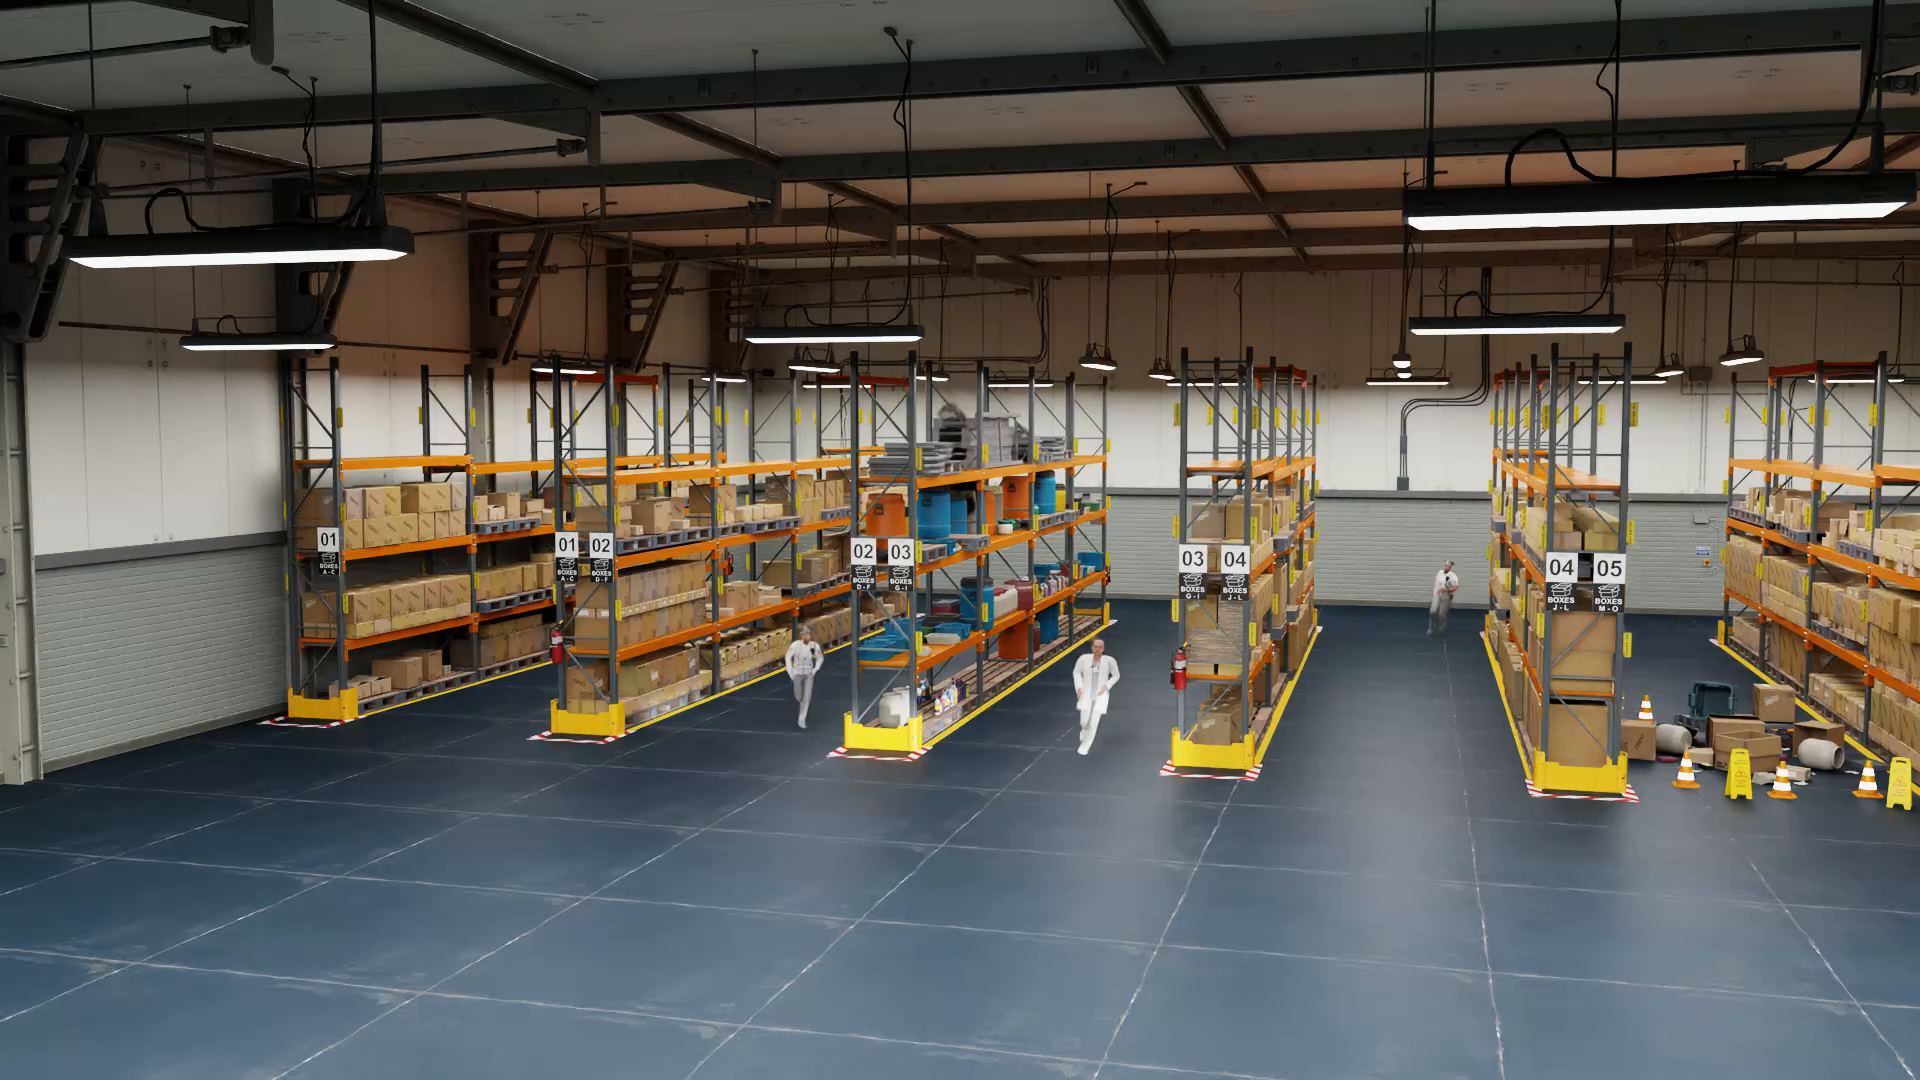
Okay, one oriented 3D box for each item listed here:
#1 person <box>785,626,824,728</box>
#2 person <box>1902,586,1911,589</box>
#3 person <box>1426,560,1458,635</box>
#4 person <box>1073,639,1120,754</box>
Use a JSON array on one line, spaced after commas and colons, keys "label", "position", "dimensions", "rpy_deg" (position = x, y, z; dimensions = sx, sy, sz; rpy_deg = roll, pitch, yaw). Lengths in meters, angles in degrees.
[{"label": "person", "position": [-2.546, 2.210, 27.214], "dimensions": [0.634, 1.671, 0.776], "rpy_deg": [0, 4, -4]}, {"label": "person", "position": [18.419, 1.777, 32.391], "dimensions": [0.564, 1.749, 0.771], "rpy_deg": [0, 4, 1]}, {"label": "person", "position": [11.128, 1.341, 38.285], "dimensions": [0.694, 1.797, 0.676], "rpy_deg": [3, 5, 37]}, {"label": "person", "position": [2.042, 2.377, 24.951], "dimensions": [0.700, 1.626, 0.649], "rpy_deg": [0, 4, 6]}]
